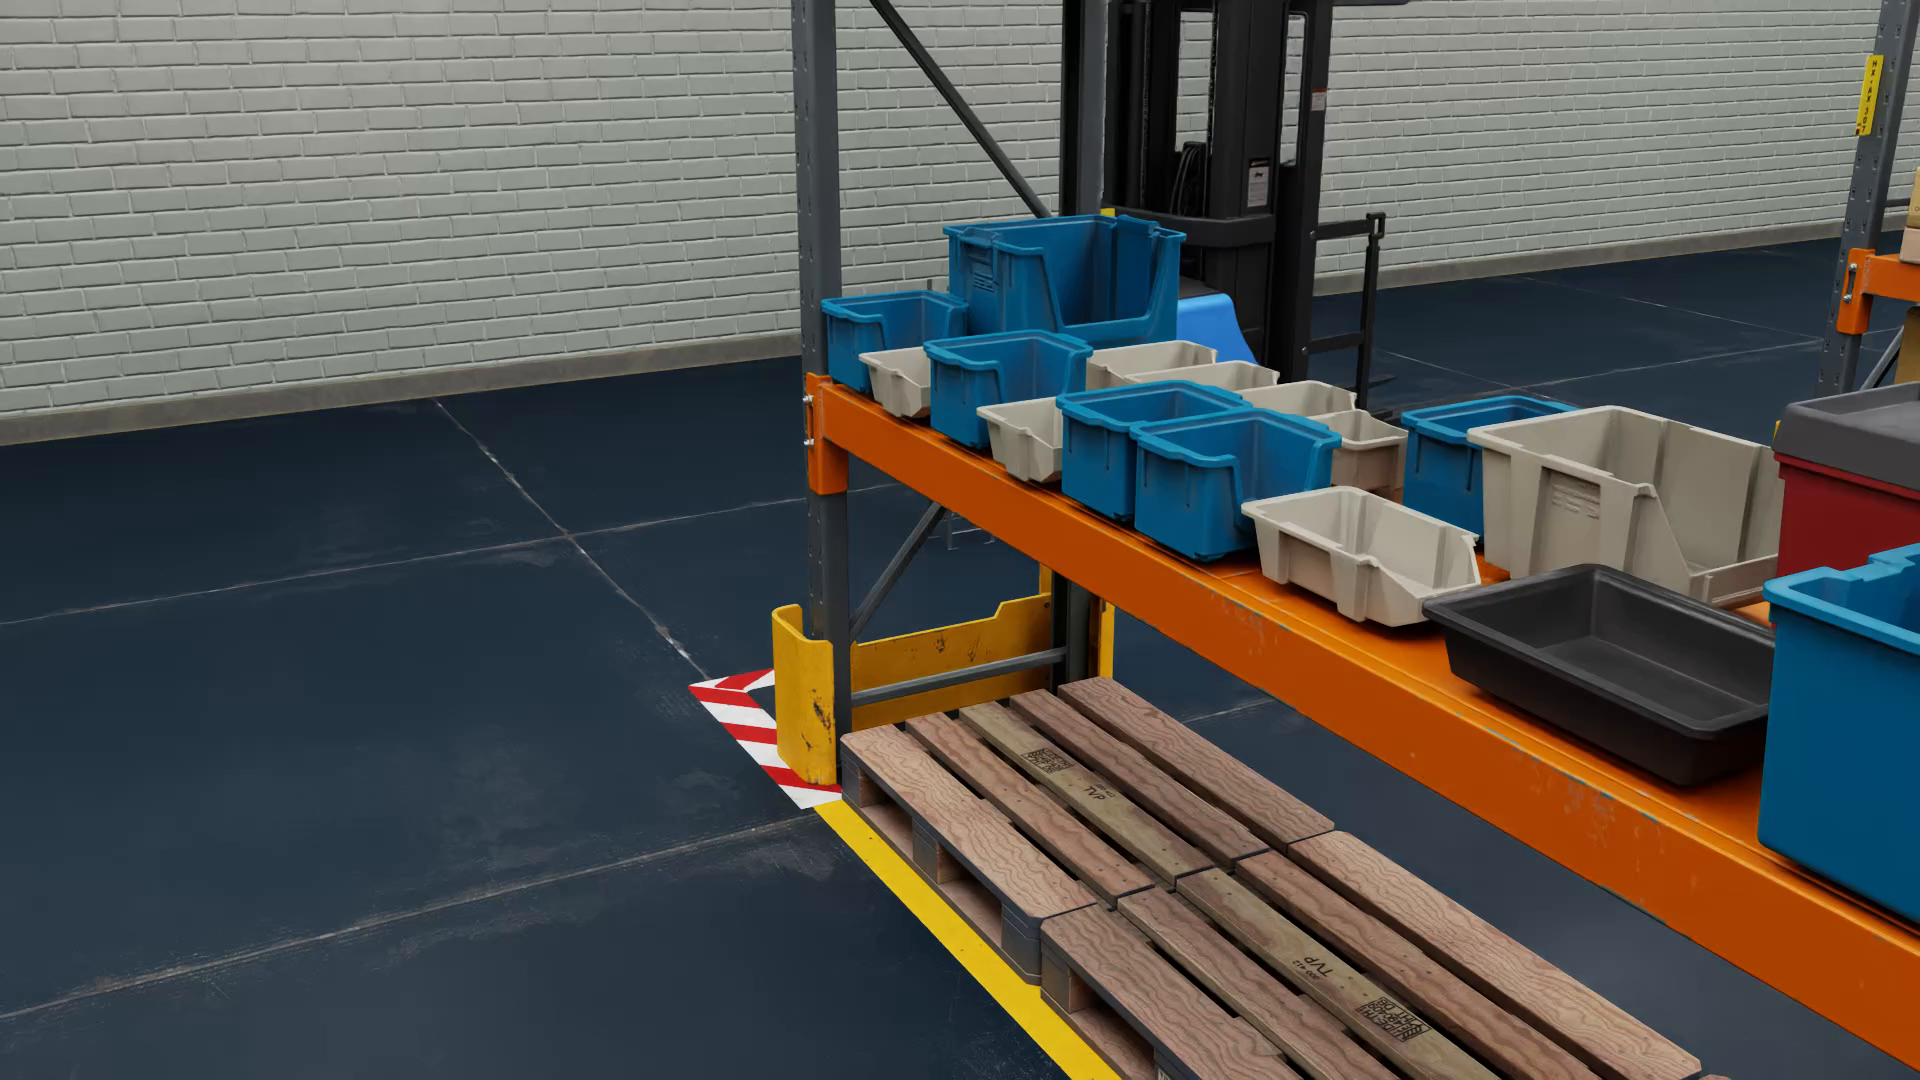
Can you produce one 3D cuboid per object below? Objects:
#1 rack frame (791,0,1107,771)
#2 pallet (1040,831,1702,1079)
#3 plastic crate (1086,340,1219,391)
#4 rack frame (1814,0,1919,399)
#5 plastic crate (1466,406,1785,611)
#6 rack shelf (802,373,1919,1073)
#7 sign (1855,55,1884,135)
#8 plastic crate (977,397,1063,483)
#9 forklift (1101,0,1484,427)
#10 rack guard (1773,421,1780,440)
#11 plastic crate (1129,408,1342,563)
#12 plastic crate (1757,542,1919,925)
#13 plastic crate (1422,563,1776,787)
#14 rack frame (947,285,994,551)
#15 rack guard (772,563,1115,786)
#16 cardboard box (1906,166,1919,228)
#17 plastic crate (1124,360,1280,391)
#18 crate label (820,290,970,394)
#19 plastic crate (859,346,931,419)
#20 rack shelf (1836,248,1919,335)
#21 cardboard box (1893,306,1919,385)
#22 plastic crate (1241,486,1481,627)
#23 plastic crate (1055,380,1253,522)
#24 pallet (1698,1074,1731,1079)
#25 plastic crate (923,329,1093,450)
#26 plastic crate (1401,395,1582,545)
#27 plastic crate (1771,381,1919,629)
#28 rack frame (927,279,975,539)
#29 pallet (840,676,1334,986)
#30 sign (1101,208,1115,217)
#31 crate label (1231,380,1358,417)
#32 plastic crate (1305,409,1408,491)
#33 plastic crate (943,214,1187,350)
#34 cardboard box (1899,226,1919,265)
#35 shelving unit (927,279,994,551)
[{"bbox_3d":[-0.017,-0.754,5.218,1.000,3.000,0.127,-10,21,-27],"label":"rack frame"},{"bbox_3d":[0.916,1.157,3.956,1.003,0.211,1.213,-10,21,-27],"label":"pallet"},{"bbox_3d":[0.530,-0.452,4.654,0.396,0.136,0.243,-10,21,-27],"label":"plastic crate"},{"bbox_3d":[4.342,-1.521,7.442,1.000,3.000,0.127,-10,21,-27],"label":"rack frame"},{"bbox_3d":[1.320,-0.045,3.253,0.437,0.282,0.530,-10,21,-27],"label":"plastic crate"},{"bbox_3d":[0.933,0.160,3.672,1.077,0.370,4.000,-10,21,-27],"label":"rack shelf"},{"bbox_3d":[3.851,-1.884,7.043,0.100,0.325,0.005,-10,21,-27],"label":"sign"},{"bbox_3d":[0.212,-0.236,4.030,0.250,0.136,0.298,-10,21,-27],"label":"plastic crate"},{"bbox_3d":[1.507,-1.761,8.243,3.031,2.935,1.130,-14,23,-34],"label":"forklift"},{"bbox_3d":[4.331,-0.347,7.869,1.175,0.500,0.348,-10,21,-27],"label":"rack guard"},{"bbox_3d":[0.578,-0.117,3.538,0.416,0.233,0.300,-10,21,-27],"label":"plastic crate"},{"bbox_3d":[1.361,0.292,2.119,0.392,0.384,0.575,-10,21,-27],"label":"plastic crate"},{"bbox_3d":[1.115,0.216,2.736,0.437,0.125,0.590,-10,21,-27],"label":"plastic crate"},{"bbox_3d":[0.050,-0.537,7.348,0.240,1.200,0.006,-10,21,-27],"label":"rack frame"},{"bbox_3d":[-0.040,0.423,5.640,1.175,0.500,0.348,-10,21,-27],"label":"rack guard"},{"bbox_3d":[4.332,-1.411,6.897,0.500,0.250,0.500,-11,22,-28],"label":"cardboard box"},{"bbox_3d":[0.655,-0.366,4.407,0.396,0.136,0.243,-10,21,-27],"label":"plastic crate"},{"bbox_3d":[-0.189,-0.581,4.883,0.416,0.233,0.303,-10,21,-27],"label":"crate label"},{"bbox_3d":[-0.110,-0.431,4.594,0.250,0.136,0.298,-10,21,-27],"label":"plastic crate"},{"bbox_3d":[5.292,-0.607,5.895,1.077,0.370,4.000,-10,21,-27],"label":"rack shelf"},{"bbox_3d":[4.716,-0.544,7.223,0.875,0.875,0.875,-10,21,-27],"label":"cardboard box"},{"bbox_3d":[0.791,0.037,3.237,0.293,0.136,0.466,-10,21,-27],"label":"plastic crate"},{"bbox_3d":[0.436,-0.203,3.787,0.416,0.233,0.300,-10,21,-27],"label":"plastic crate"},{"bbox_3d":[1.499,1.507,2.940,1.003,0.211,1.213,-10,21,-27],"label":"pallet"},{"bbox_3d":[0.123,-0.392,4.335,0.416,0.233,0.300,-10,21,-27],"label":"plastic crate"},{"bbox_3d":[1.184,-0.153,3.642,0.416,0.233,0.300,-10,21,-27],"label":"plastic crate"},{"bbox_3d":[1.679,0.040,2.726,0.402,0.464,0.583,-10,21,-27],"label":"plastic crate"},{"bbox_3d":[-0.037,-0.589,7.500,0.240,1.200,0.006,-10,21,-27],"label":"rack frame"},{"bbox_3d":[0.341,0.807,4.970,1.003,0.211,1.213,-10,21,-27],"label":"pallet"},{"bbox_3d":[0.460,-0.921,5.452,0.100,0.325,0.005,-10,21,-27],"label":"sign"},{"bbox_3d":[0.808,-0.290,4.186,0.396,0.136,0.243,-10,21,-27],"label":"crate label"},{"bbox_3d":[0.965,-0.208,3.948,0.298,0.136,0.250,-10,21,-27],"label":"plastic crate"},{"bbox_3d":[0.307,-0.732,5.008,0.616,0.435,0.499,-10,21,-27],"label":"plastic crate"},{"bbox_3d":[4.220,-1.250,7.039,0.380,0.149,0.250,-10,21,-26],"label":"cardboard box"},{"bbox_3d":[0.007,-0.563,7.424,0.258,1.200,0.189,-10,21,-27],"label":"shelving unit"}]
